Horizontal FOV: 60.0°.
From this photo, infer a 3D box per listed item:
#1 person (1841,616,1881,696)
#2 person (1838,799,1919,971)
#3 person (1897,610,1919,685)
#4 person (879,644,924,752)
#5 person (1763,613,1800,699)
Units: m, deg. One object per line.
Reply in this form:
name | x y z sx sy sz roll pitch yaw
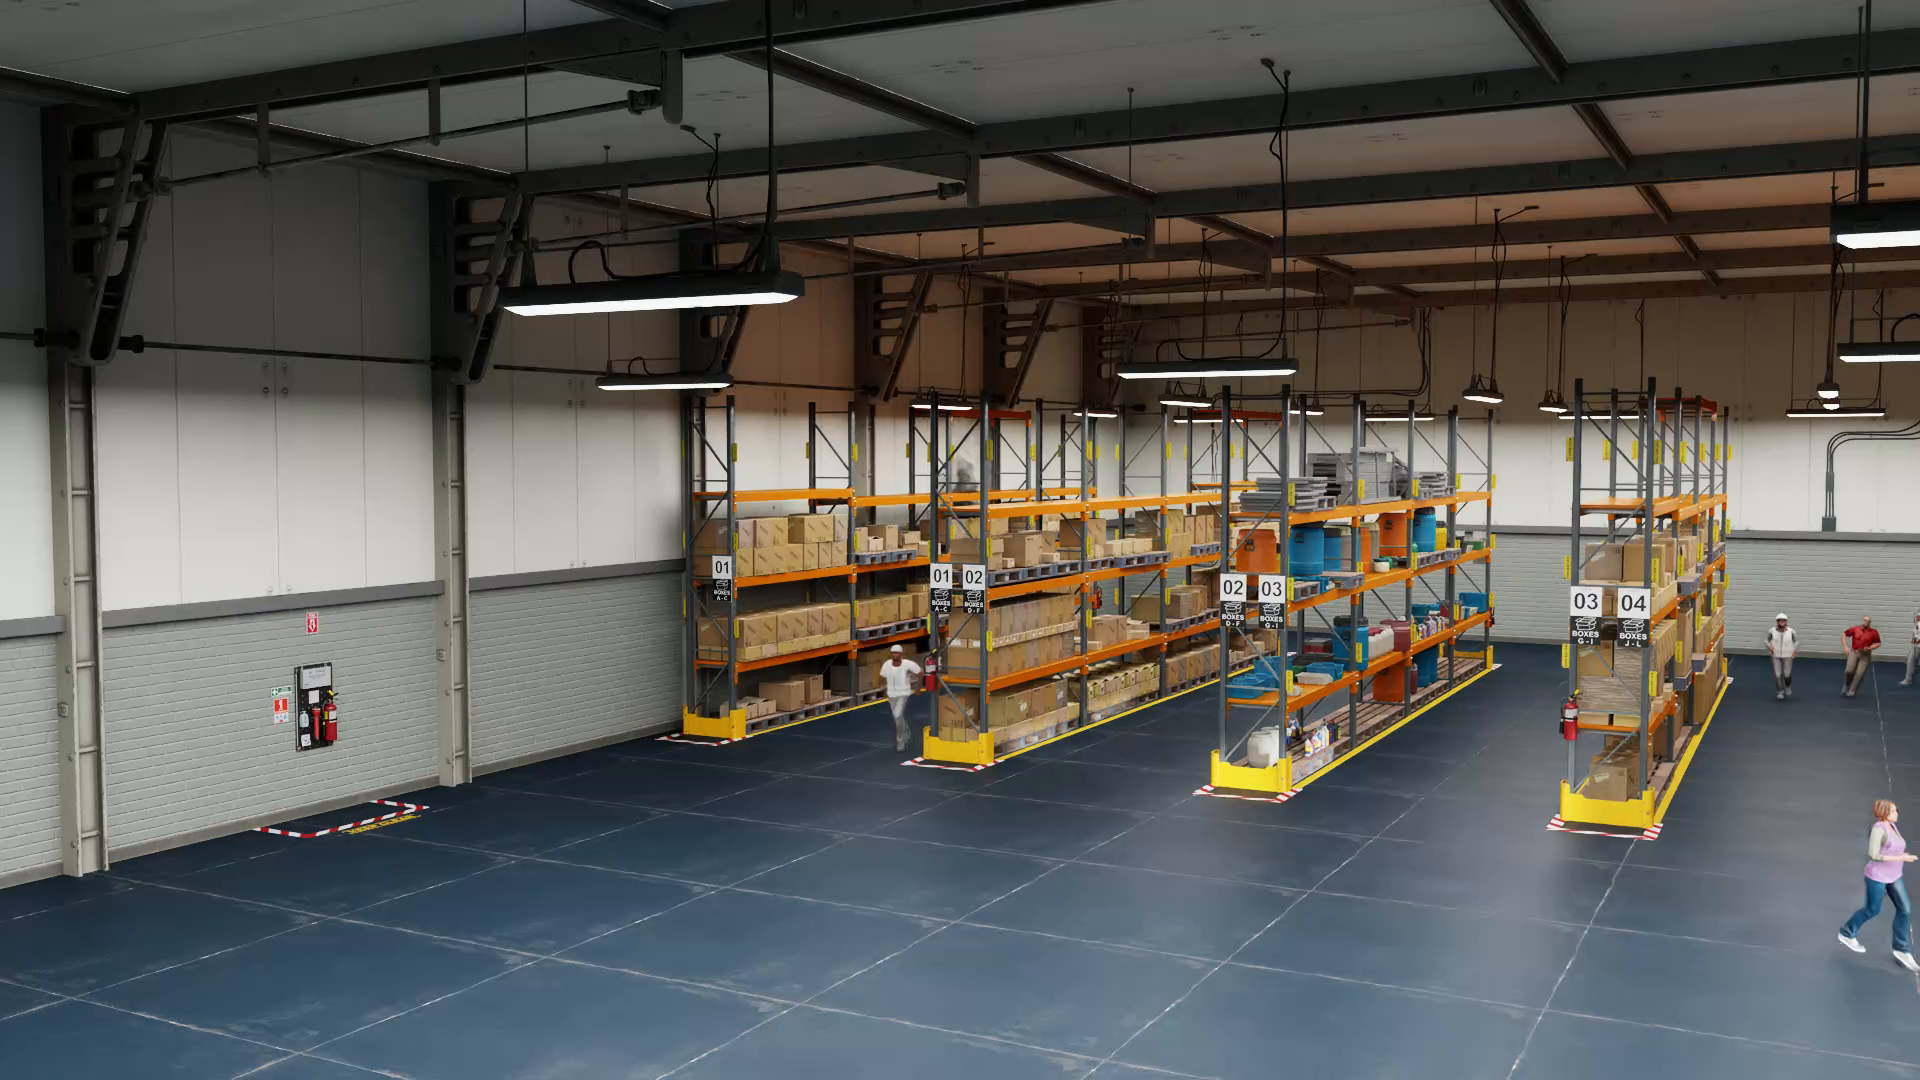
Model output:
person | 18.451 2.382 34.050 0.692 1.662 0.528 1 3 26
person | 9.007 3.341 16.289 0.522 1.645 0.751 -2 4 -32
person | 20.544 2.314 35.425 0.883 1.662 0.607 1 3 18
person | -1.029 2.654 28.151 0.721 1.793 0.808 2 3 29
person | 16.653 2.356 33.735 0.664 1.733 0.571 2 3 28
